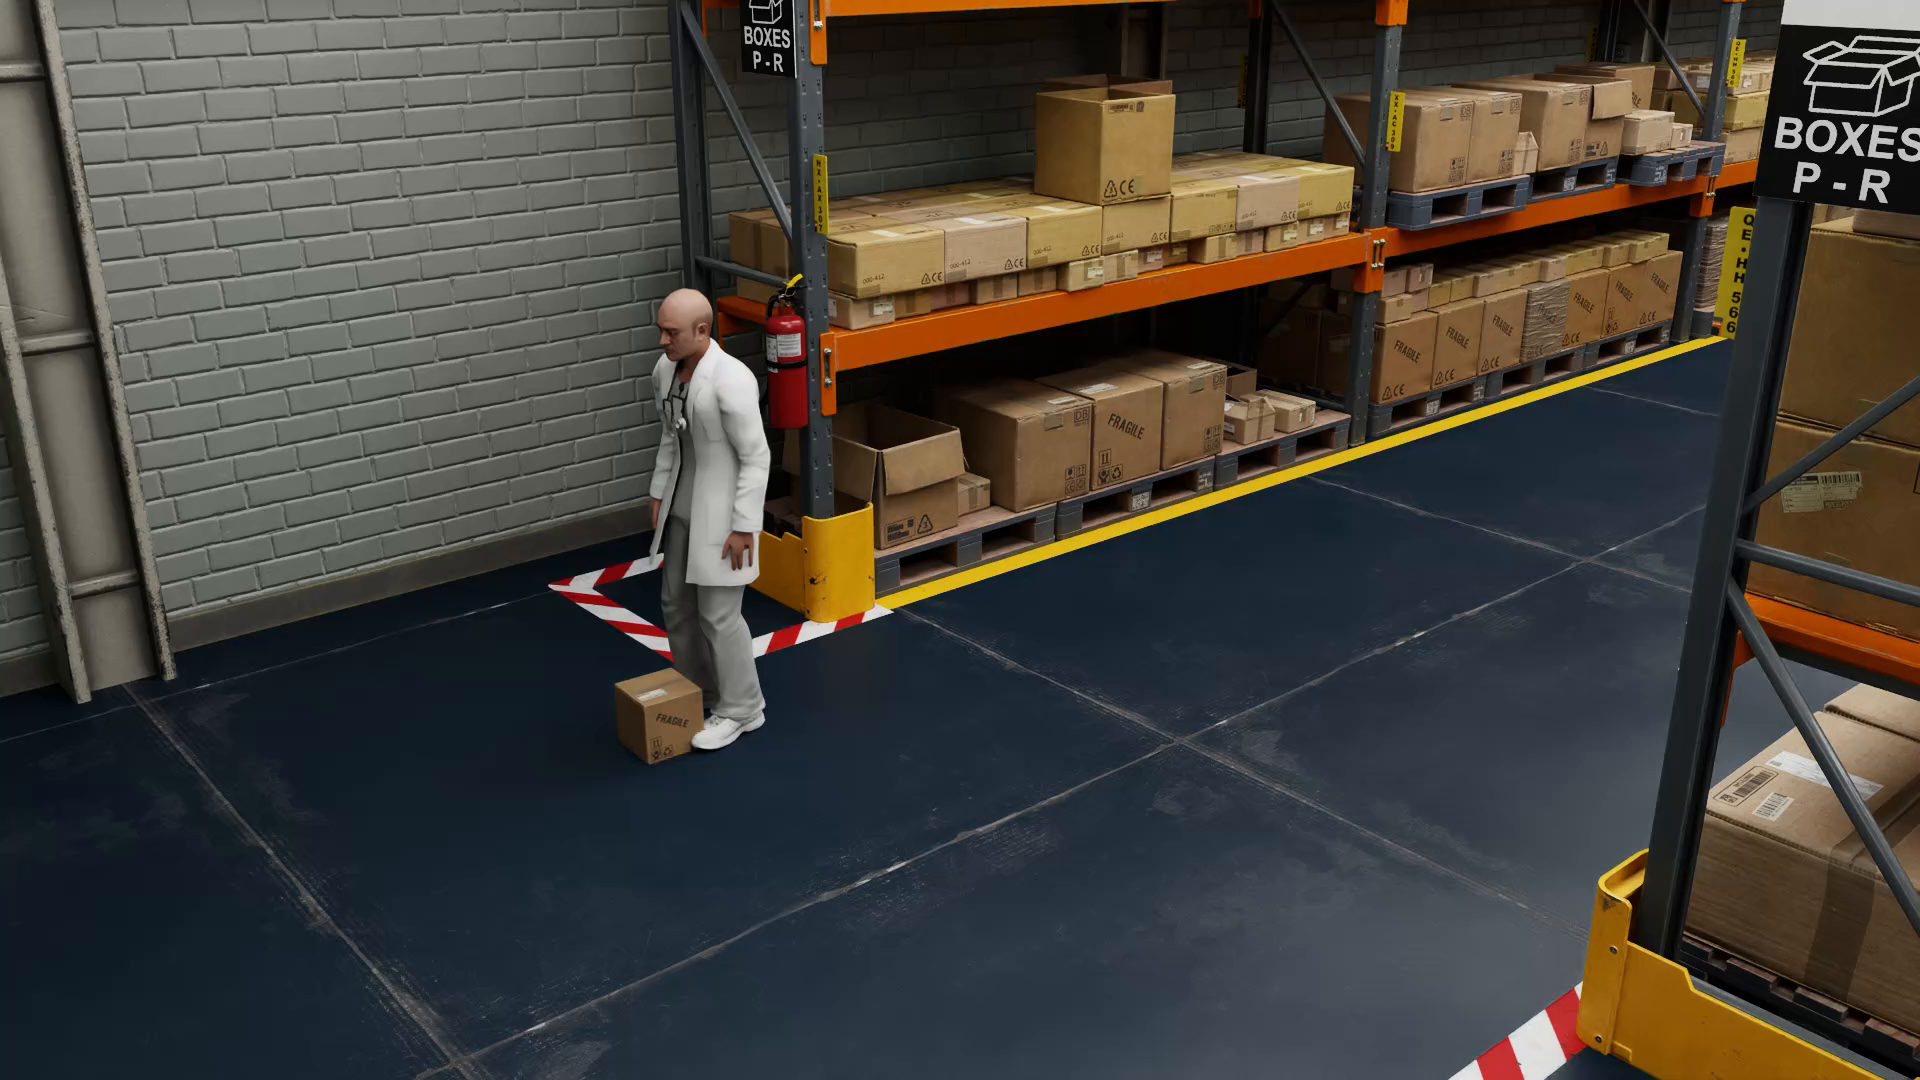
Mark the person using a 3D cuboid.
[{"bbox_3d":[-0.974,-0.091,6.345,0.428,1.772,0.638,-18,27,-40],"label":"person"}]
